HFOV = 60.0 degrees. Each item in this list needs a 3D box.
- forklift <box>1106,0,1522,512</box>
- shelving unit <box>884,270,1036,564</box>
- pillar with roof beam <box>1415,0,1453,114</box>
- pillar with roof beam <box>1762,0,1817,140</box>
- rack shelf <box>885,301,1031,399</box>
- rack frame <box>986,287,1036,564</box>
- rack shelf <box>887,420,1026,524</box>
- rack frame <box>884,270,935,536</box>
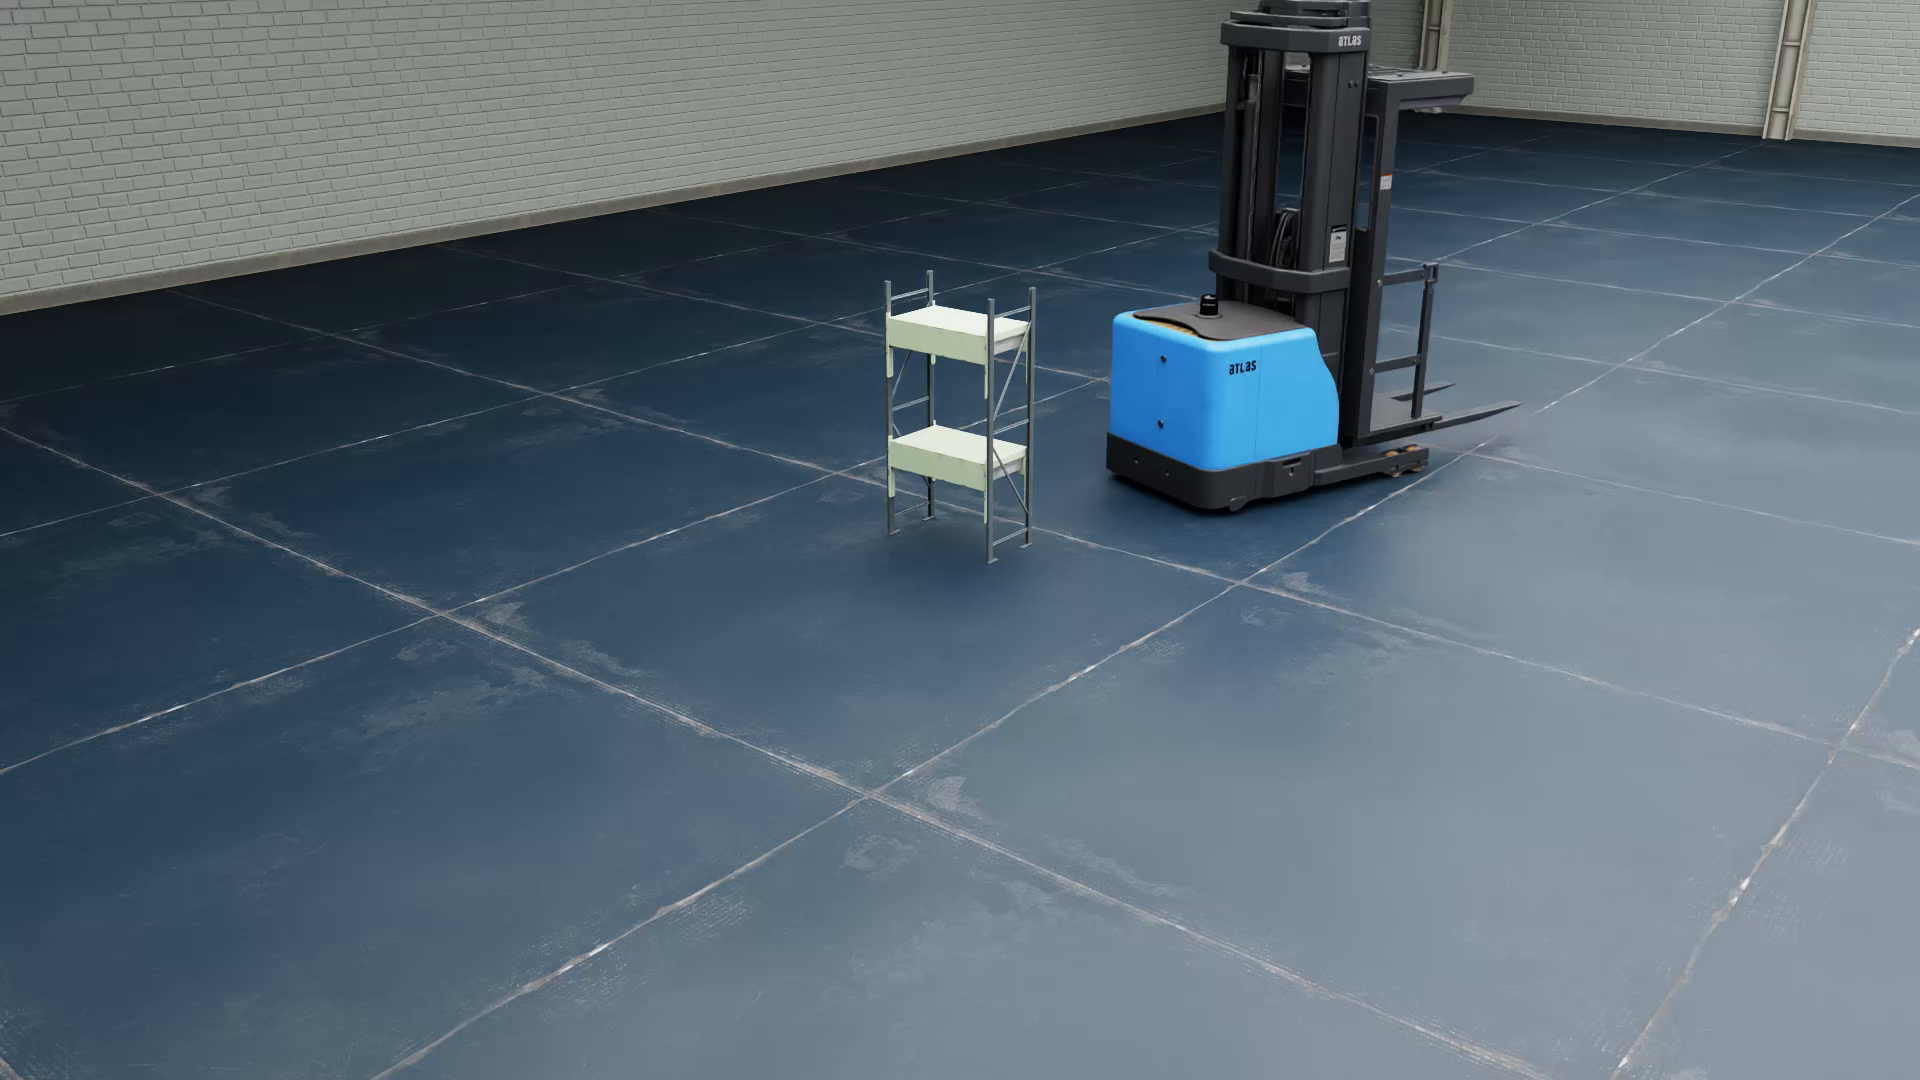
[{"bbox_3d":[2.455,-1.920,10.606,3.031,2.935,1.130,-13,24,-31],"label":"forklift"},{"bbox_3d":[-0.005,-0.703,9.407,0.755,1.500,0.431,16,26,36],"label":"shelving unit"},{"bbox_3d":[5.853,-10.870,25.741,0.400,9.000,9.100,16,26,36],"label":"pillar with roof beam"},{"bbox_3d":[10.501,-9.532,22.191,0.400,9.000,9.100,16,26,36],"label":"pillar with roof beam"},{"bbox_3d":[-0.005,-1.068,9.270,0.720,0.370,0.431,16,26,36],"label":"rack shelf"},{"bbox_3d":[0.278,-0.622,9.191,0.023,1.500,0.400,16,26,36],"label":"rack frame"},{"bbox_3d":[-0.005,-0.398,9.523,0.720,0.370,0.431,16,26,36],"label":"rack shelf"},{"bbox_3d":[-0.289,-0.785,9.624,0.023,1.500,0.400,16,26,36],"label":"rack frame"}]
